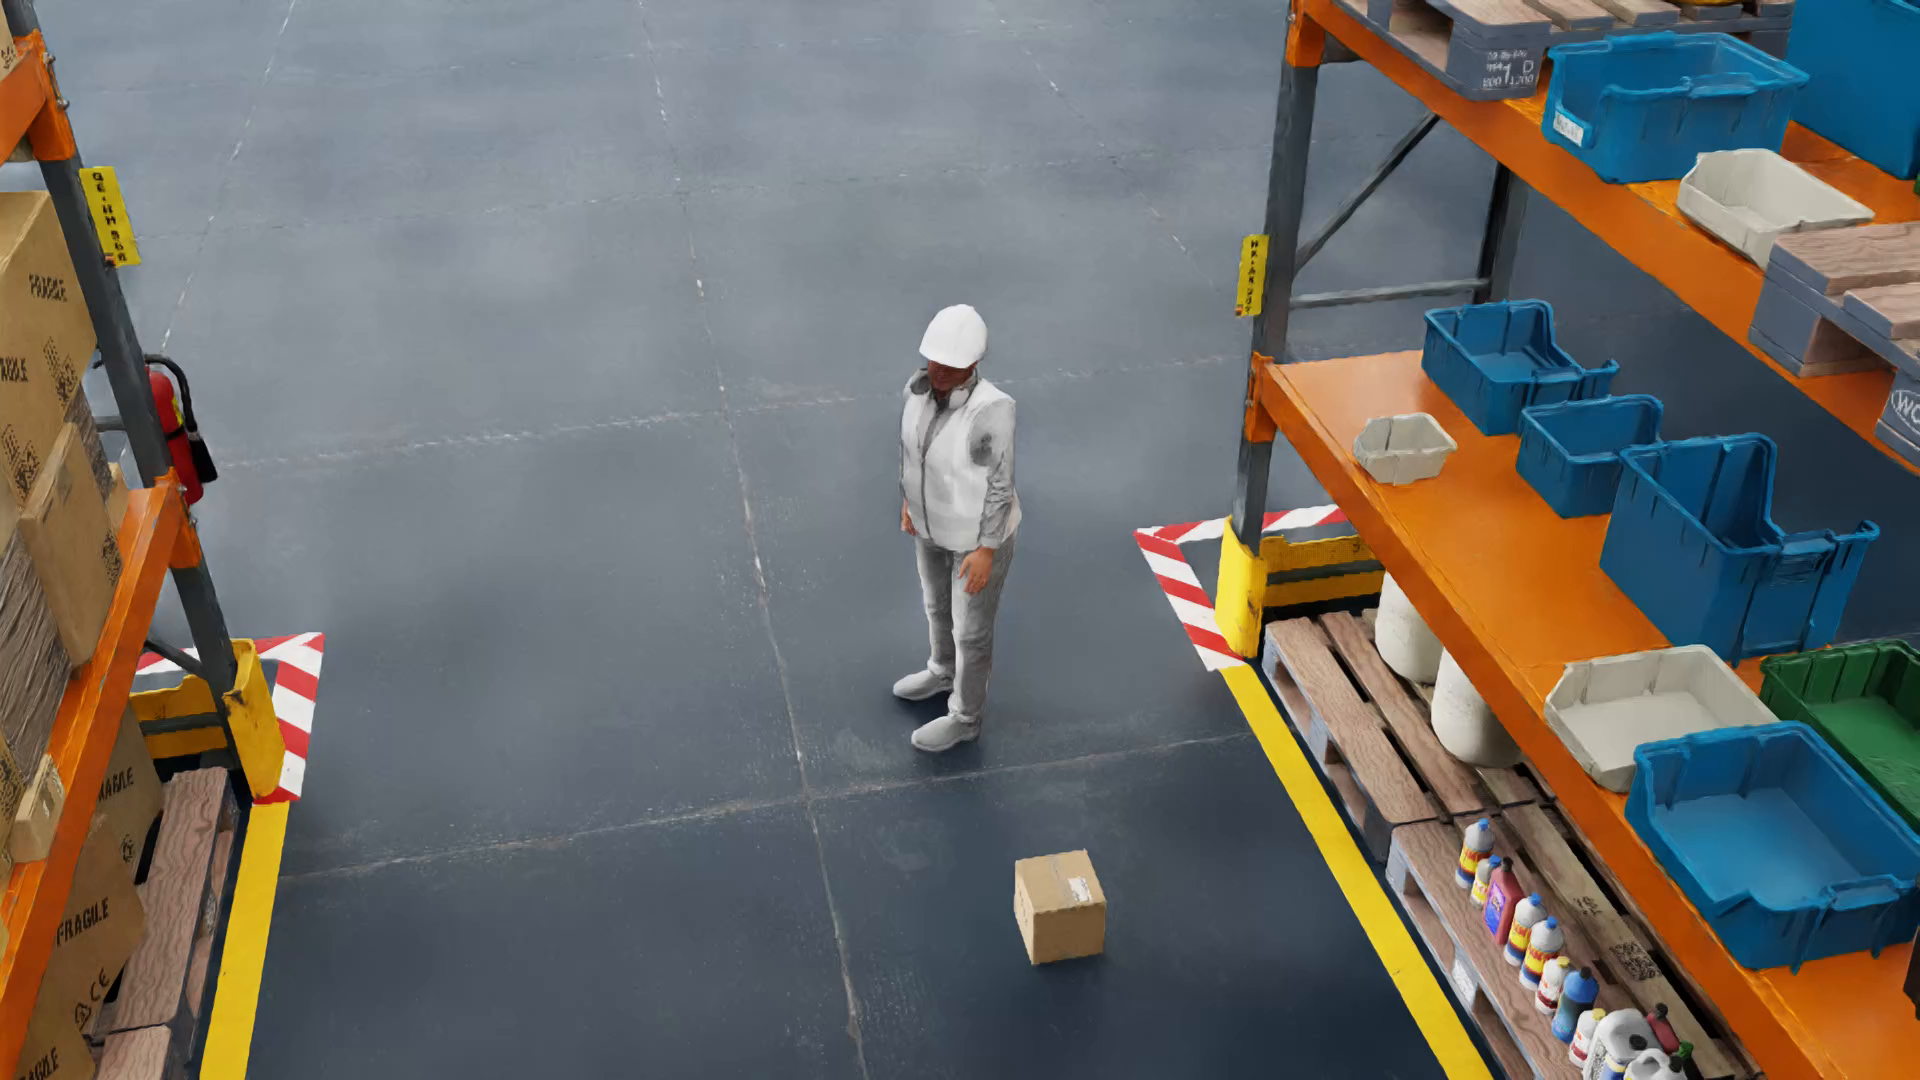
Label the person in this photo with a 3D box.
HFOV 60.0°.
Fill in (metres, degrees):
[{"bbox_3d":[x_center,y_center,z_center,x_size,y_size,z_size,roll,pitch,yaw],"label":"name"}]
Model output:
[{"bbox_3d":[-0.076,-0.041,6.141,0.517,1.781,0.583,-28,43,-35],"label":"person"}]
